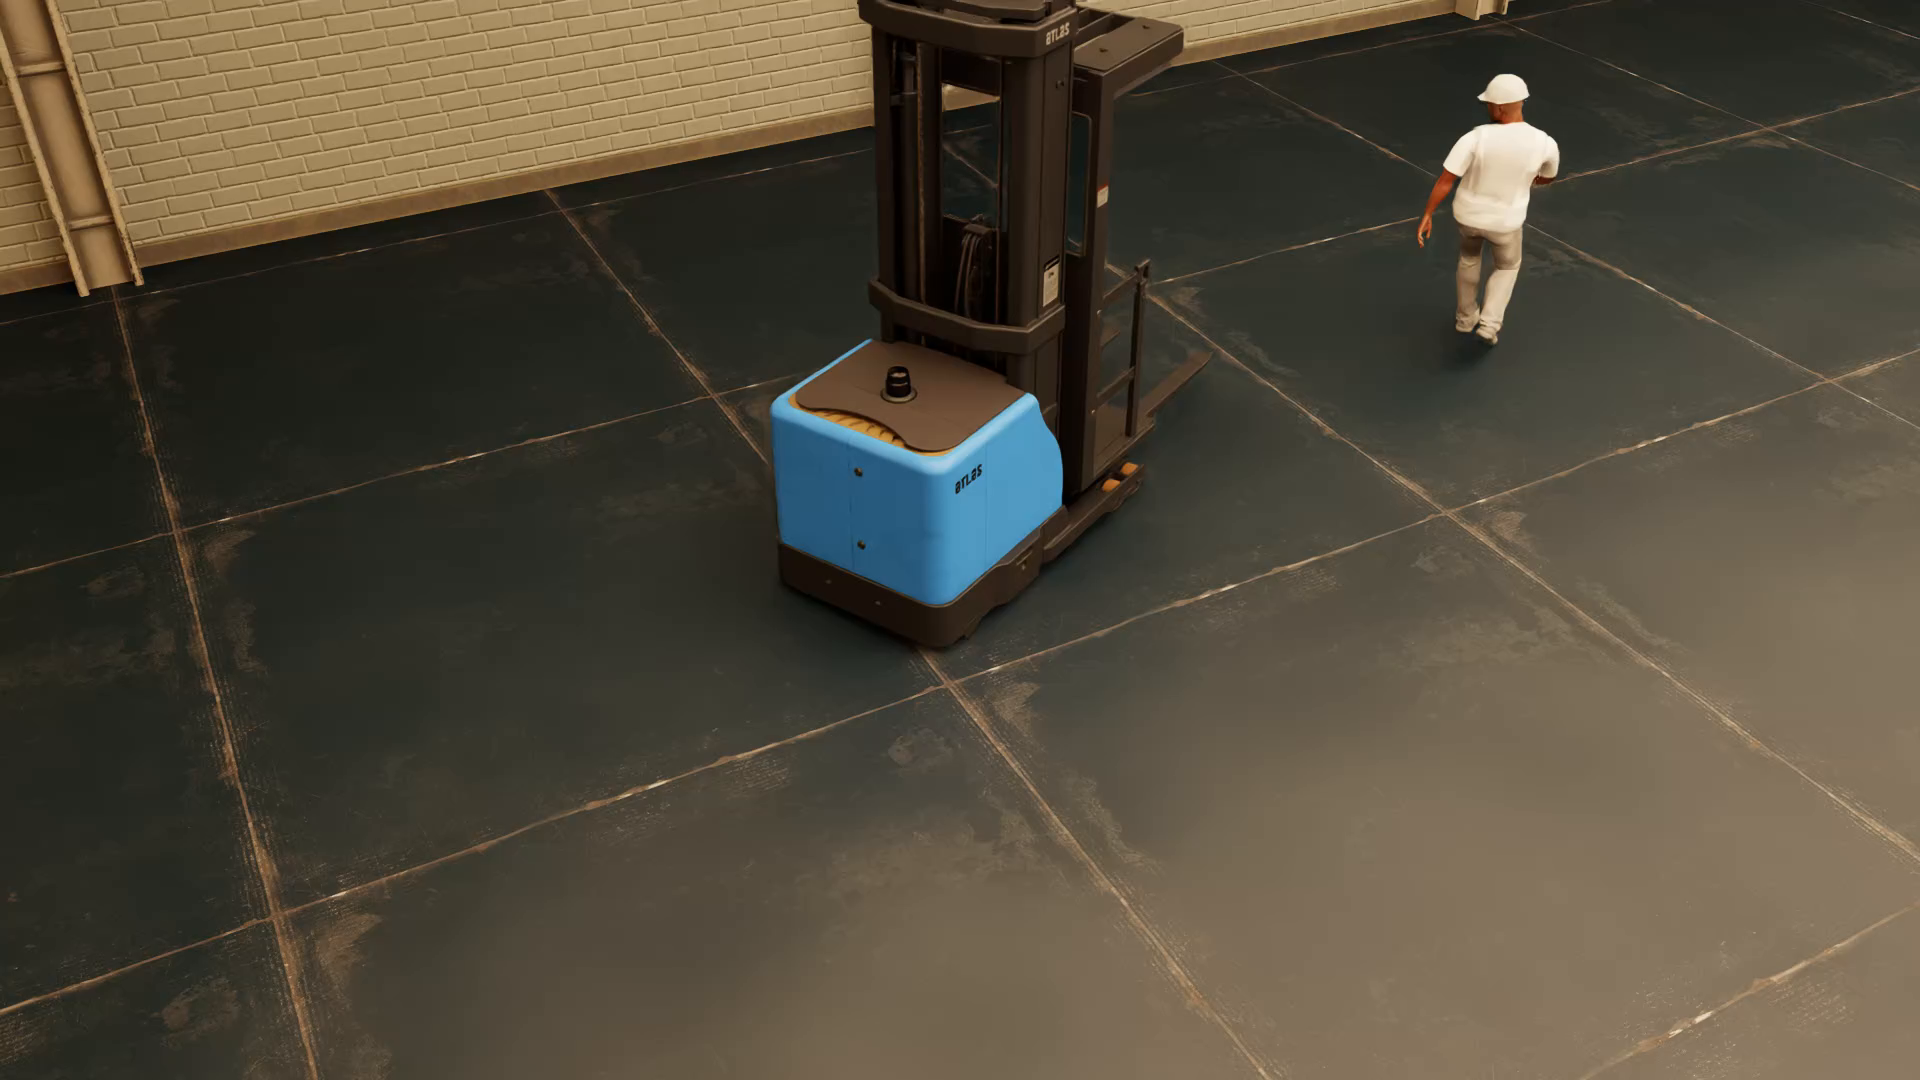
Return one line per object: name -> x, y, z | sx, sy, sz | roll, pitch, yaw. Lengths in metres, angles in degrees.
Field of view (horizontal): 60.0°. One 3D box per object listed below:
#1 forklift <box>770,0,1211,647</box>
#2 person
forklift -> 0.349, -1.499, 8.244 | 1.130, 2.935, 3.031 | 22, 41, 28
person -> 3.162, -1.970, 9.985 | 0.694, 1.700, 0.707 | 15, 38, 20
